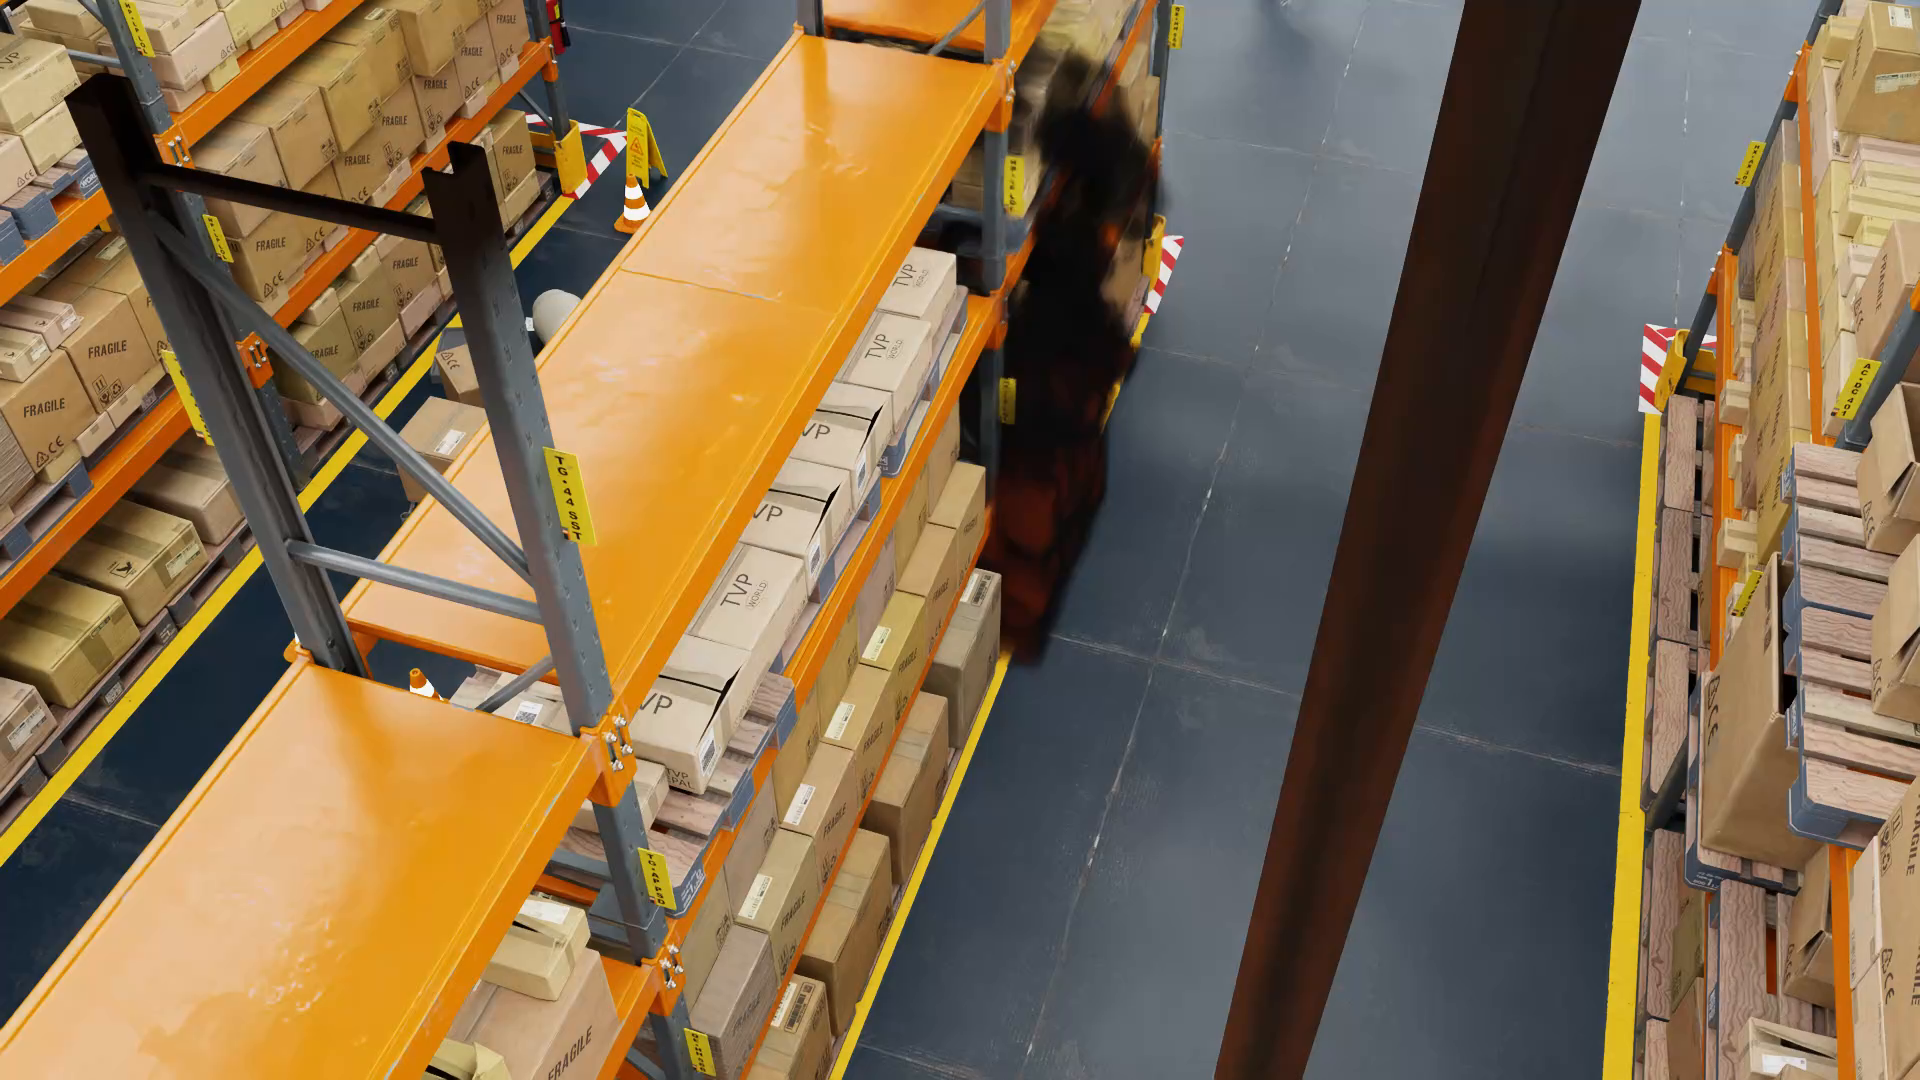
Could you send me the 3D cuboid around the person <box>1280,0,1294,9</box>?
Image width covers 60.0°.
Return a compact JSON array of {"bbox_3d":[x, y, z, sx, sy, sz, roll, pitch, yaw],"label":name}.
[{"bbox_3d":[3.088,-5.866,15.645,0.671,1.740,0.759,-27,51,-24],"label":"person"}]
